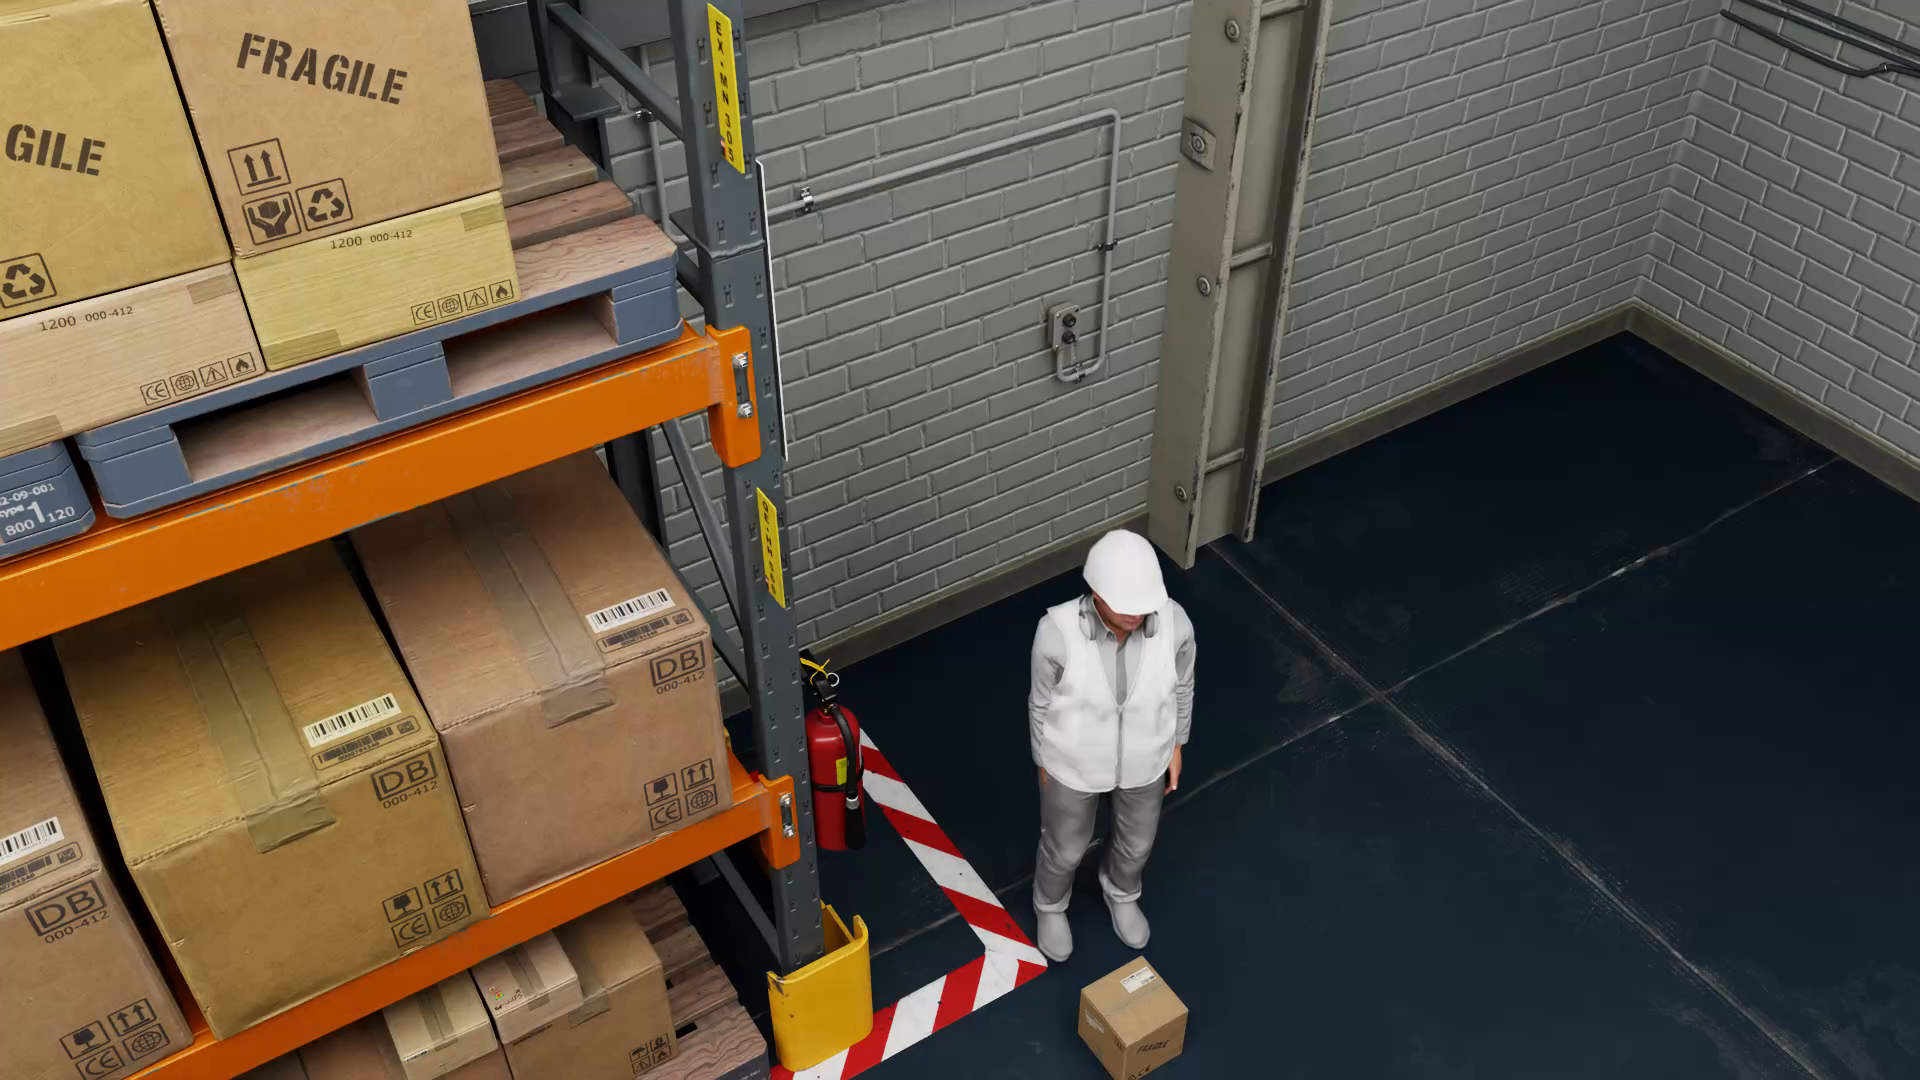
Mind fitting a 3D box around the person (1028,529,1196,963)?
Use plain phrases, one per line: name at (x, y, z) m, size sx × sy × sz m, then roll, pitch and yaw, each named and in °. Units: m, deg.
person at (0.481, 0.683, 5.343) m, size 0.533 × 1.766 × 0.360 m, roll -7°, pitch 41°, yaw -8°
